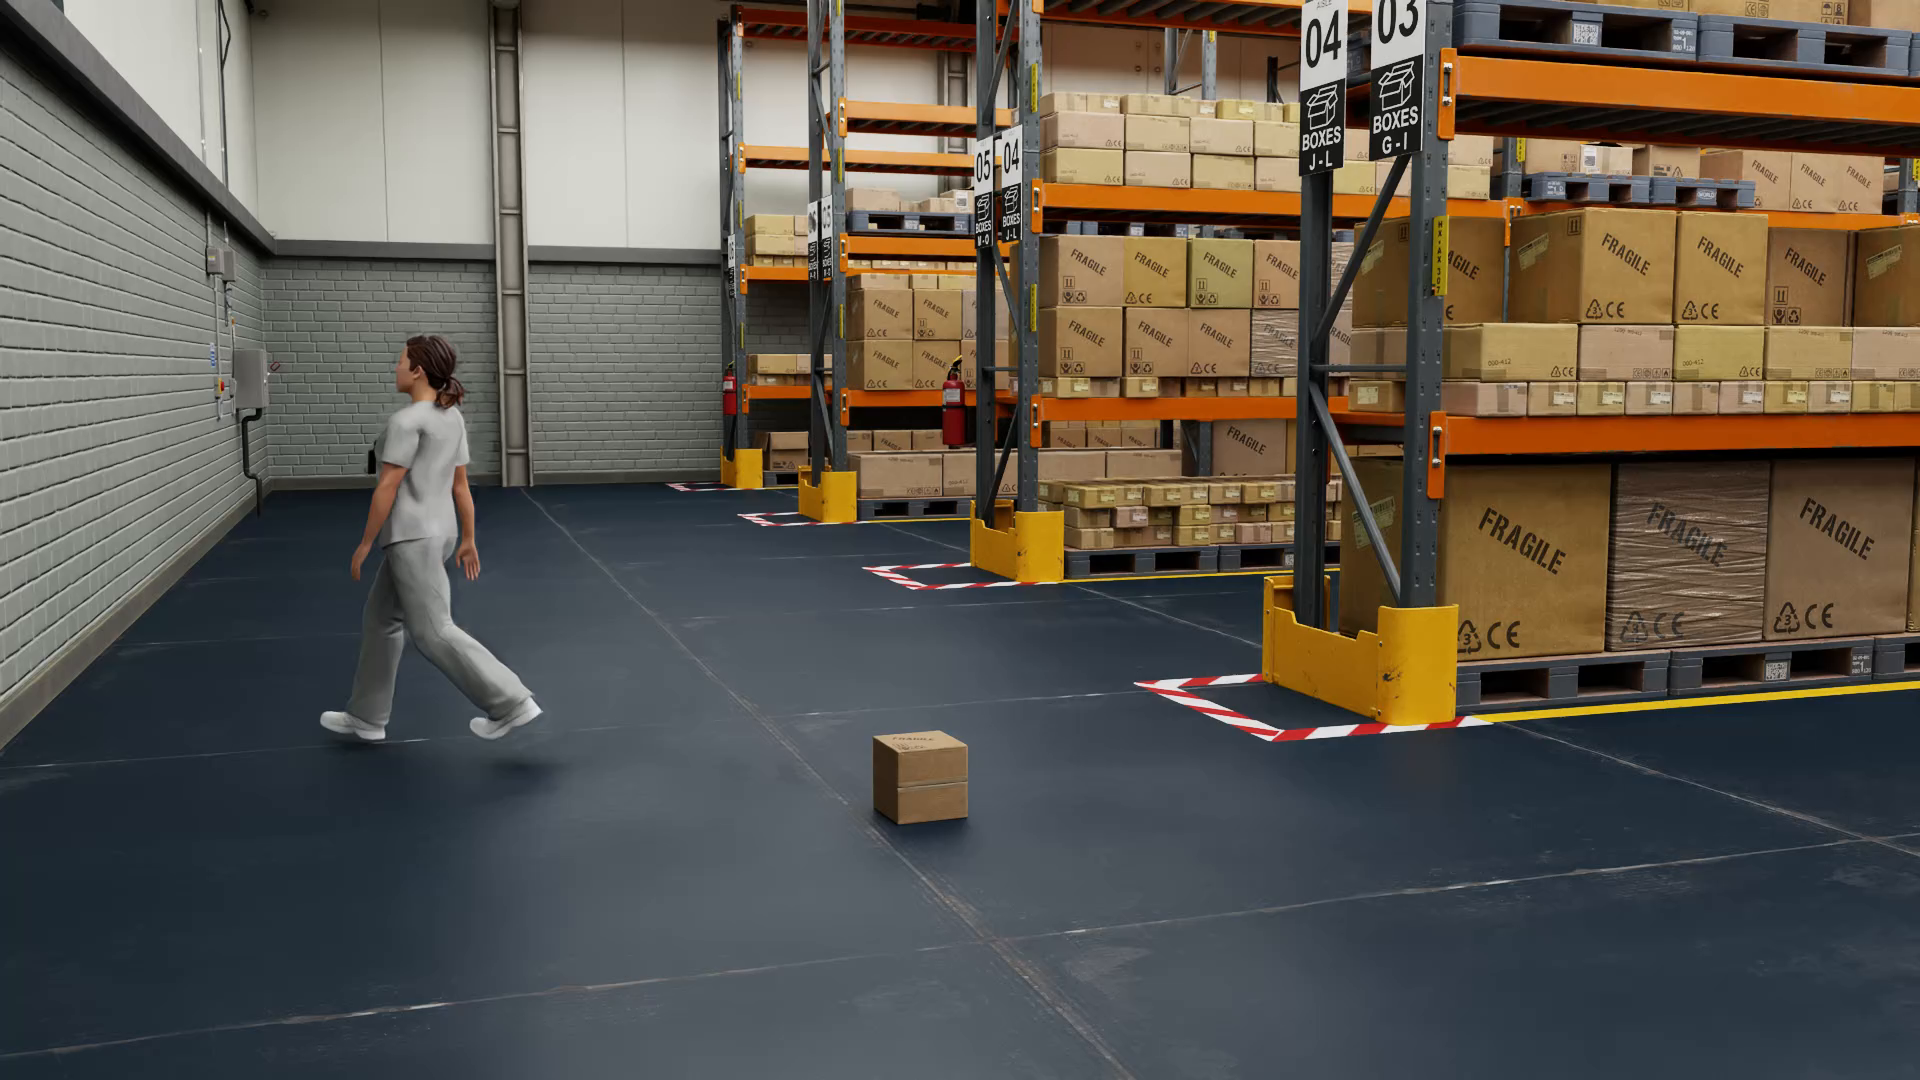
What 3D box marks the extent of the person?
[{"bbox_3d":[-2.112,0.008,6.511,1.032,1.619,0.462,1,6,9],"label":"person"}]
